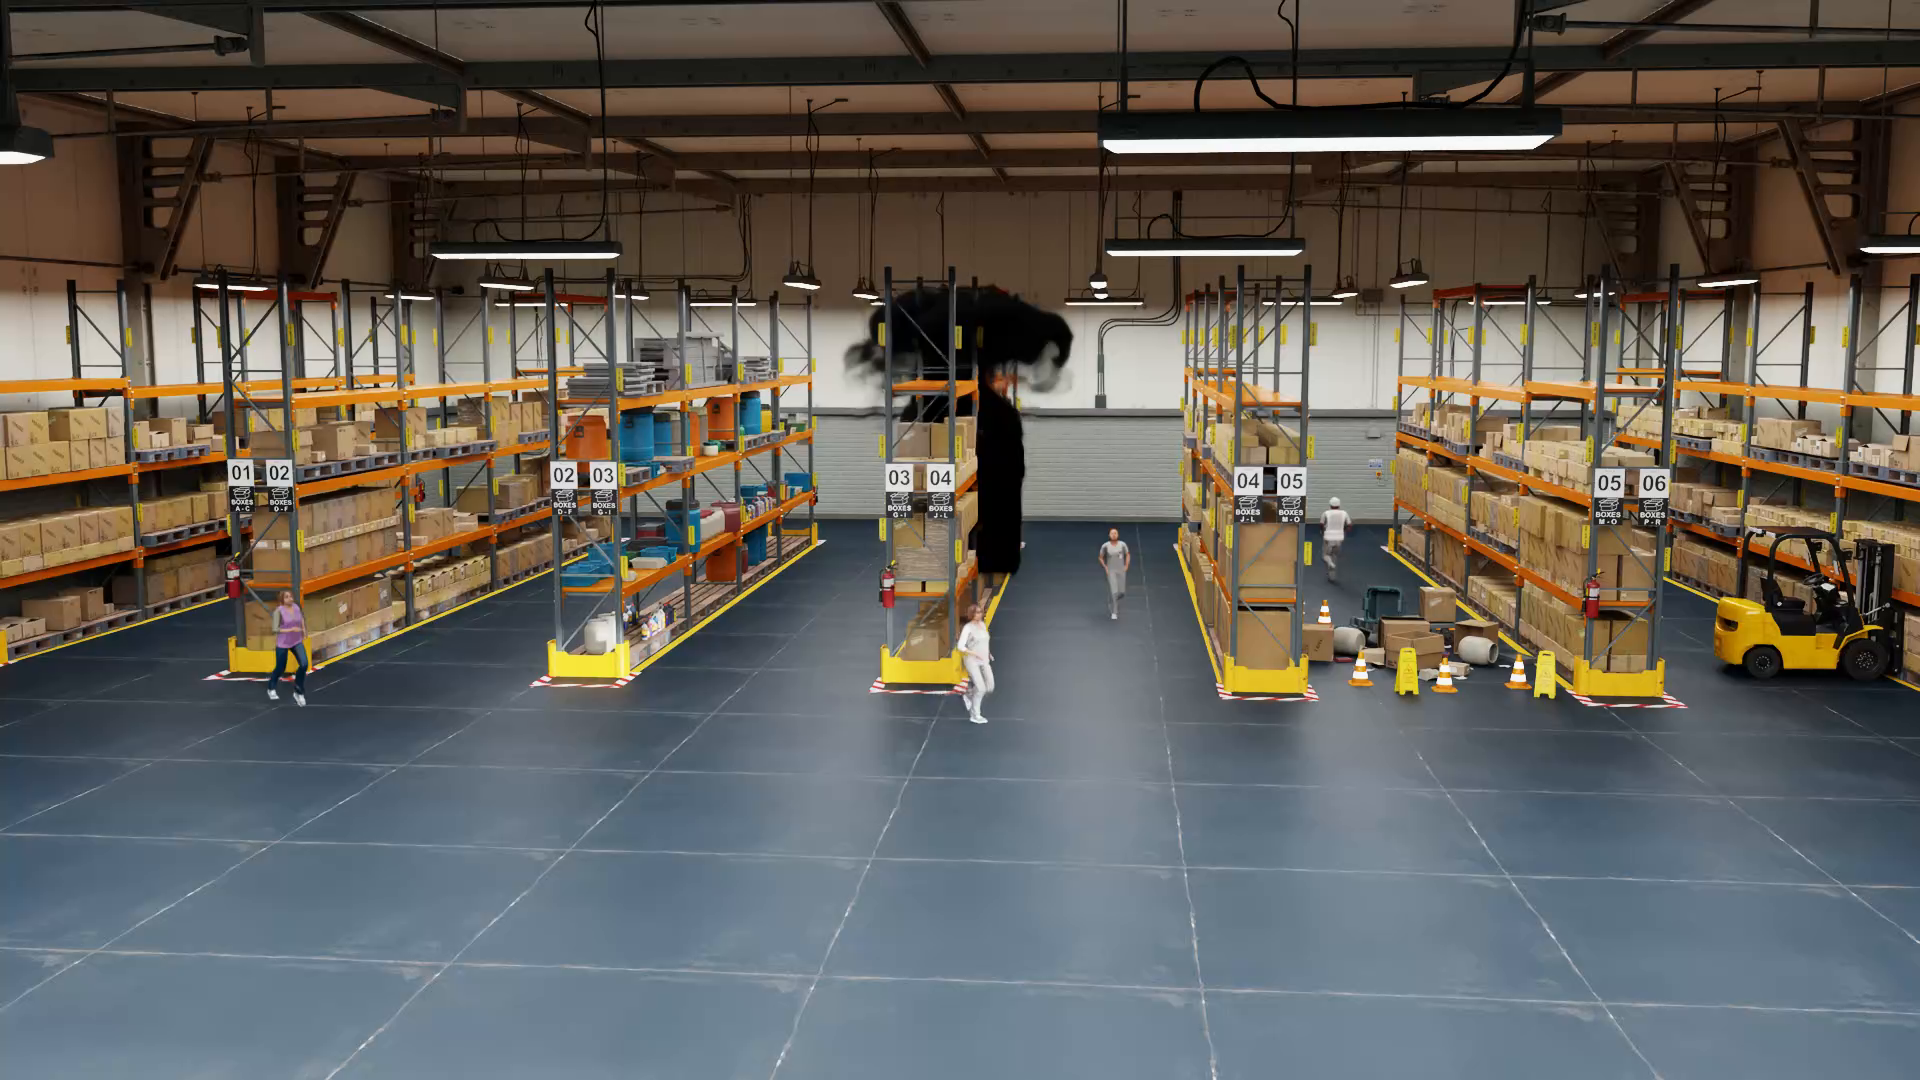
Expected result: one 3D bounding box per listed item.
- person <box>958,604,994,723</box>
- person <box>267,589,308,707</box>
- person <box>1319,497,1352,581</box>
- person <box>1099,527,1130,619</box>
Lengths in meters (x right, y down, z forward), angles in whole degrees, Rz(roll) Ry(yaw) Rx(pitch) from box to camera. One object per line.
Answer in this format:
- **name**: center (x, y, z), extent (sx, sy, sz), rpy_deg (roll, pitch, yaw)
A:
- **person**: center (0.202, 1.608, 21.674), extent (0.562, 1.550, 0.533), rpy_deg (7, 10, 43)
- **person**: center (-9.168, 1.459, 22.721), extent (0.833, 1.623, 0.546), rpy_deg (6, 9, 42)
- **person**: center (7.700, -0.012, 34.210), extent (0.674, 1.738, 0.654), rpy_deg (-1, 7, -5)
- **person**: center (2.767, 0.582, 29.830), extent (0.569, 1.638, 0.553), rpy_deg (0, 7, -3)
